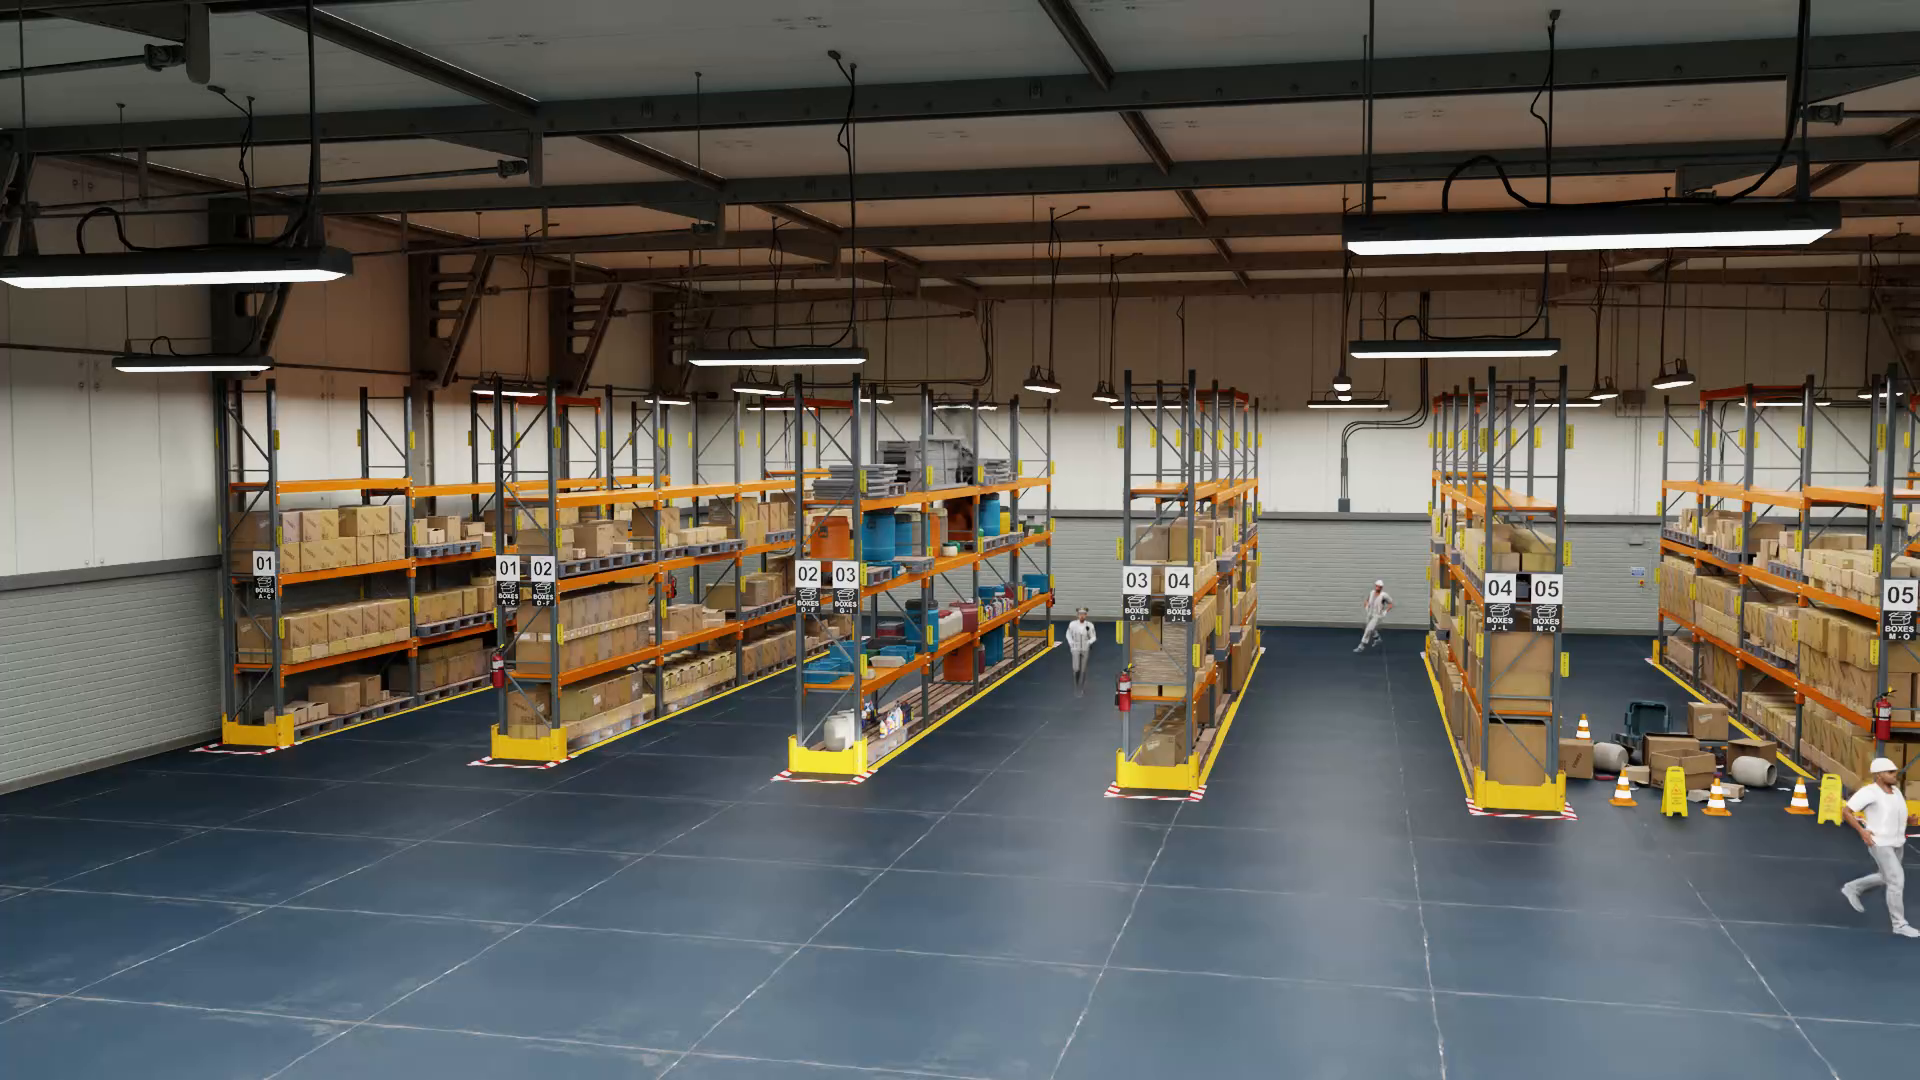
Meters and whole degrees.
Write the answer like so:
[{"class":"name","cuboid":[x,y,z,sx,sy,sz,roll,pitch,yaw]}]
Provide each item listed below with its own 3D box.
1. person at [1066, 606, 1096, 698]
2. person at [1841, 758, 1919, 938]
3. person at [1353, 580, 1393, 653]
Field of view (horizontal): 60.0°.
[{"class":"person","cuboid":[2.232,2.059,30.586,0.533,1.691,0.671,0,3,-1]},{"class":"person","cuboid":[9.424,3.096,16.974,0.711,1.748,0.954,-2,4,-29]},{"class":"person","cuboid":[9.797,1.789,39.108,0.992,1.713,0.714,-3,4,-39]}]
